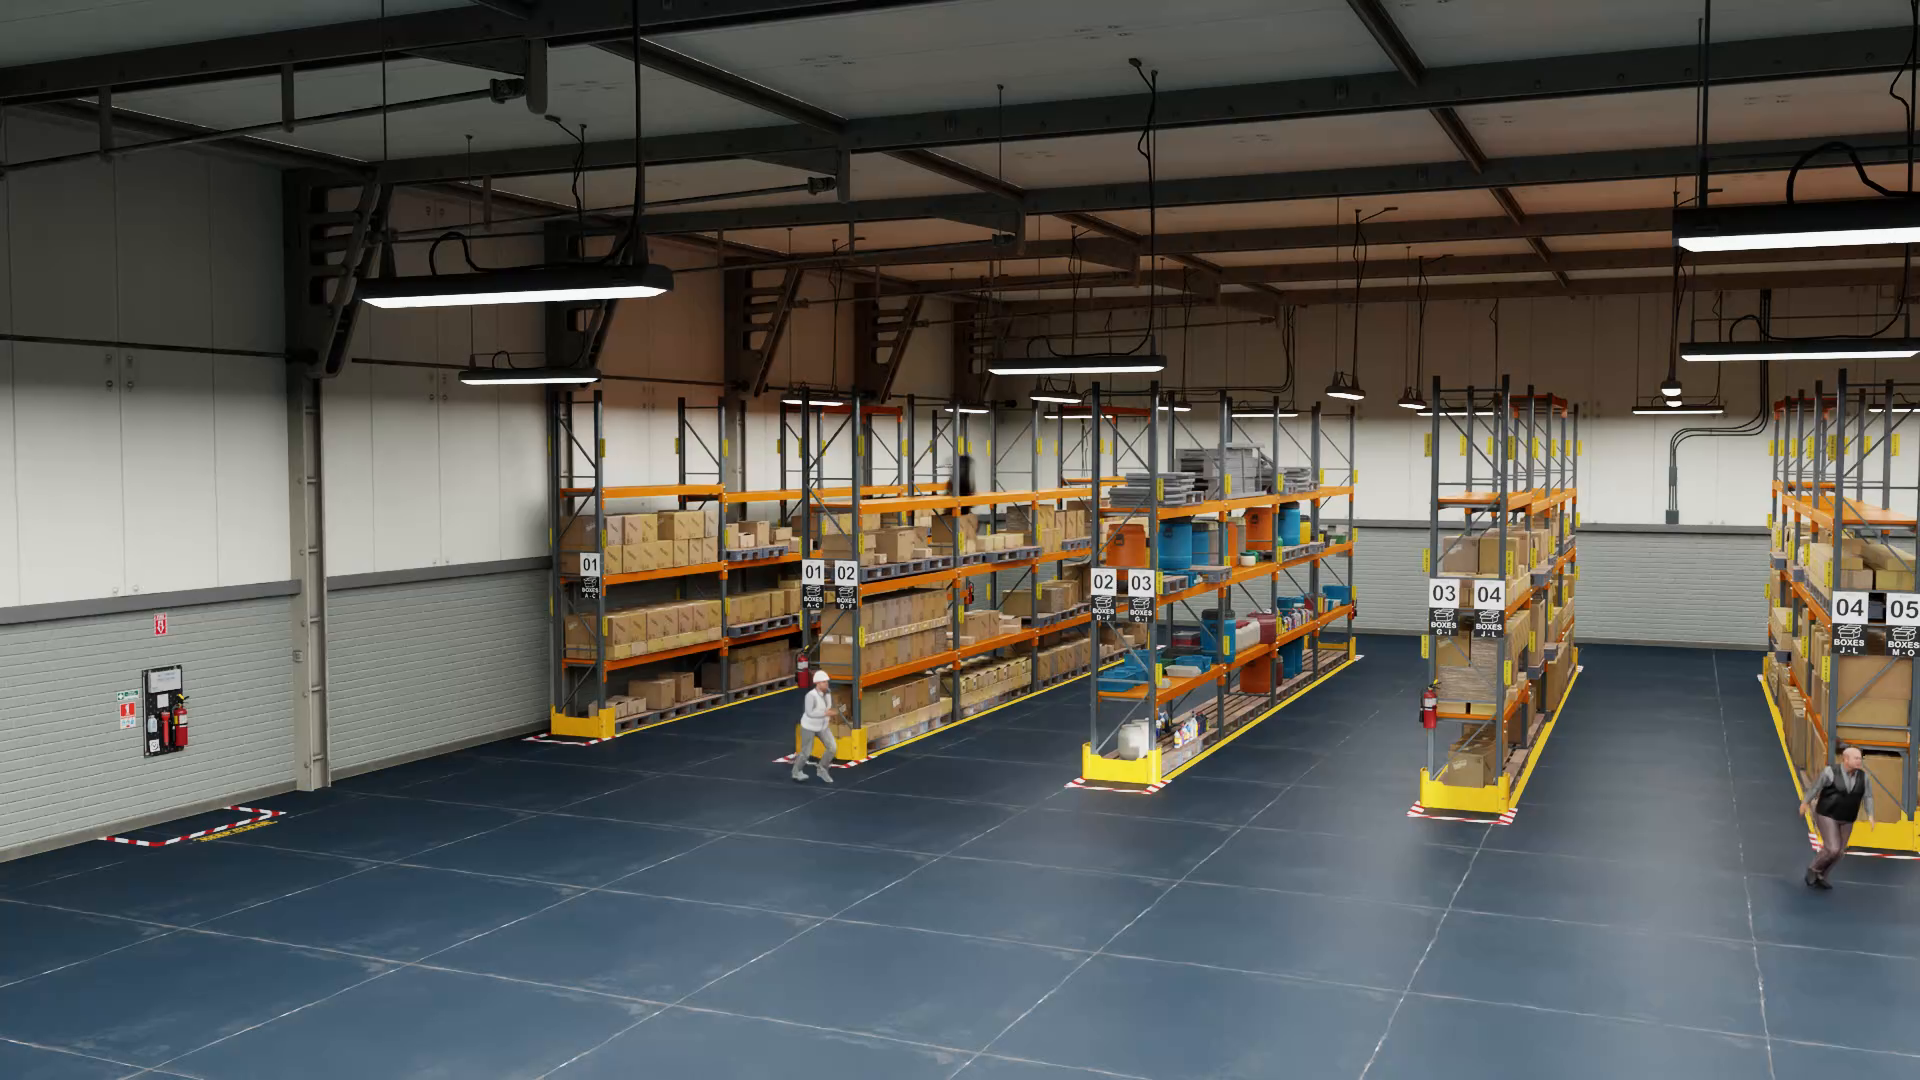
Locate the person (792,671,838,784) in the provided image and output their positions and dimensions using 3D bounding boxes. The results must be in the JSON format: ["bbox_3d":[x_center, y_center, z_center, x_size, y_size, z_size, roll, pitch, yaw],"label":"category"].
[{"bbox_3d":[-2.134,2.785,24.737,0.957,1.716,0.645,3,4,43],"label":"person"}]

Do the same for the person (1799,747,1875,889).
[{"bbox_3d":[9.892,3.130,18.700,0.640,1.662,0.716,0,3,-4],"label":"person"}]
